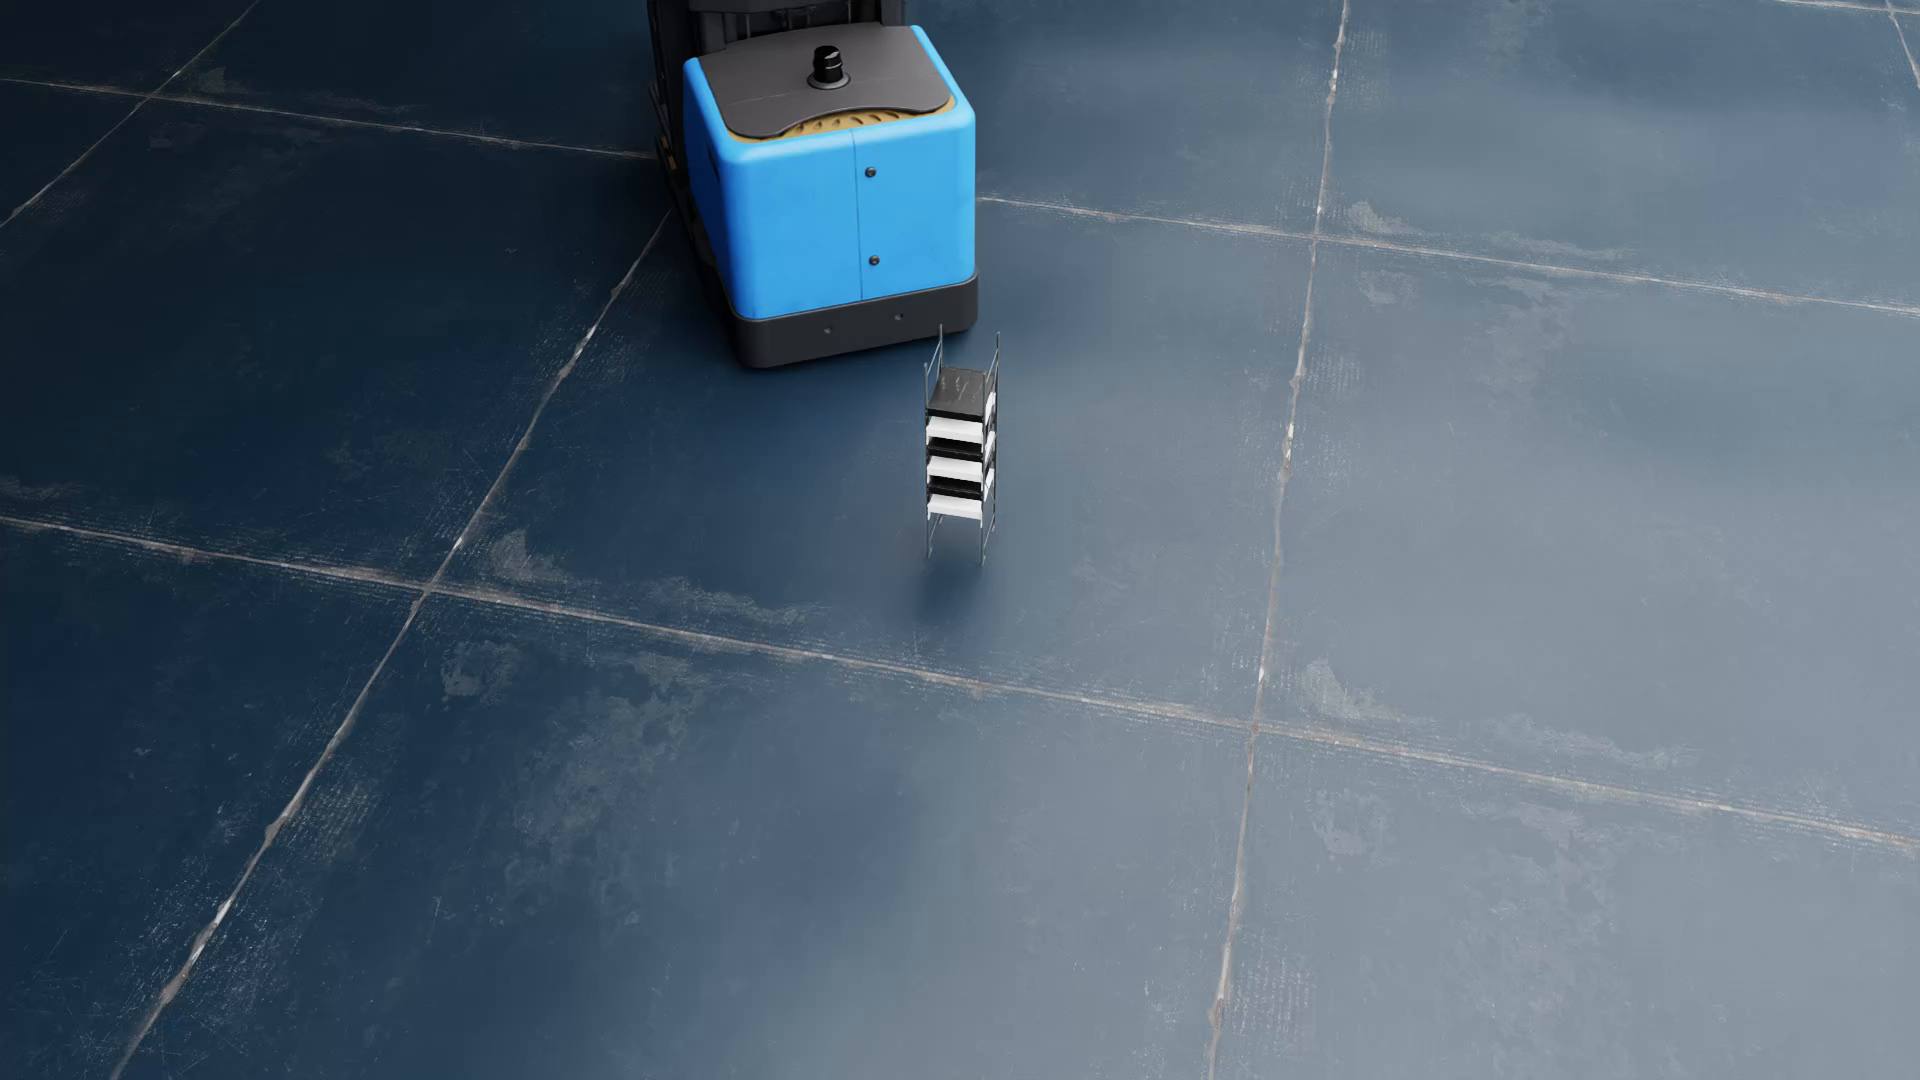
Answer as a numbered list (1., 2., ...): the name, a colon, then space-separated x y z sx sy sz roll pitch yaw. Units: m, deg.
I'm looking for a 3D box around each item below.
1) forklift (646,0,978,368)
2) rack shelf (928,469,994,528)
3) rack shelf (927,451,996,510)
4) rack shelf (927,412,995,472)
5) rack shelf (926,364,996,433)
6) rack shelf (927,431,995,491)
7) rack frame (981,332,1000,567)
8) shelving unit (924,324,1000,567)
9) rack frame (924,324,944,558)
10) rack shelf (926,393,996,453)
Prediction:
1. forklift: -0.851 -2.807 7.052 1.130 2.935 3.031 -12 45 -12
2. rack shelf: 0.008 -0.169 6.085 0.200 0.077 0.258 9 45 9
3. rack shelf: 0.008 -0.234 6.022 0.200 0.077 0.258 9 45 9
4. rack shelf: 0.008 -0.364 5.897 0.200 0.077 0.258 9 45 9
5. rack shelf: 0.008 -0.493 5.773 0.200 0.077 0.258 9 45 9
6. rack shelf: 0.008 -0.299 5.960 0.200 0.077 0.258 9 45 9
7. rack frame: 0.107 -0.308 5.921 0.006 0.900 0.240 9 45 9
8. shelving unit: 0.008 -0.323 5.937 0.210 0.900 0.258 9 45 9
9. rack frame: -0.091 -0.338 5.953 0.006 0.900 0.240 9 45 9
10. rack shelf: 0.008 -0.429 5.835 0.200 0.077 0.258 9 45 9
